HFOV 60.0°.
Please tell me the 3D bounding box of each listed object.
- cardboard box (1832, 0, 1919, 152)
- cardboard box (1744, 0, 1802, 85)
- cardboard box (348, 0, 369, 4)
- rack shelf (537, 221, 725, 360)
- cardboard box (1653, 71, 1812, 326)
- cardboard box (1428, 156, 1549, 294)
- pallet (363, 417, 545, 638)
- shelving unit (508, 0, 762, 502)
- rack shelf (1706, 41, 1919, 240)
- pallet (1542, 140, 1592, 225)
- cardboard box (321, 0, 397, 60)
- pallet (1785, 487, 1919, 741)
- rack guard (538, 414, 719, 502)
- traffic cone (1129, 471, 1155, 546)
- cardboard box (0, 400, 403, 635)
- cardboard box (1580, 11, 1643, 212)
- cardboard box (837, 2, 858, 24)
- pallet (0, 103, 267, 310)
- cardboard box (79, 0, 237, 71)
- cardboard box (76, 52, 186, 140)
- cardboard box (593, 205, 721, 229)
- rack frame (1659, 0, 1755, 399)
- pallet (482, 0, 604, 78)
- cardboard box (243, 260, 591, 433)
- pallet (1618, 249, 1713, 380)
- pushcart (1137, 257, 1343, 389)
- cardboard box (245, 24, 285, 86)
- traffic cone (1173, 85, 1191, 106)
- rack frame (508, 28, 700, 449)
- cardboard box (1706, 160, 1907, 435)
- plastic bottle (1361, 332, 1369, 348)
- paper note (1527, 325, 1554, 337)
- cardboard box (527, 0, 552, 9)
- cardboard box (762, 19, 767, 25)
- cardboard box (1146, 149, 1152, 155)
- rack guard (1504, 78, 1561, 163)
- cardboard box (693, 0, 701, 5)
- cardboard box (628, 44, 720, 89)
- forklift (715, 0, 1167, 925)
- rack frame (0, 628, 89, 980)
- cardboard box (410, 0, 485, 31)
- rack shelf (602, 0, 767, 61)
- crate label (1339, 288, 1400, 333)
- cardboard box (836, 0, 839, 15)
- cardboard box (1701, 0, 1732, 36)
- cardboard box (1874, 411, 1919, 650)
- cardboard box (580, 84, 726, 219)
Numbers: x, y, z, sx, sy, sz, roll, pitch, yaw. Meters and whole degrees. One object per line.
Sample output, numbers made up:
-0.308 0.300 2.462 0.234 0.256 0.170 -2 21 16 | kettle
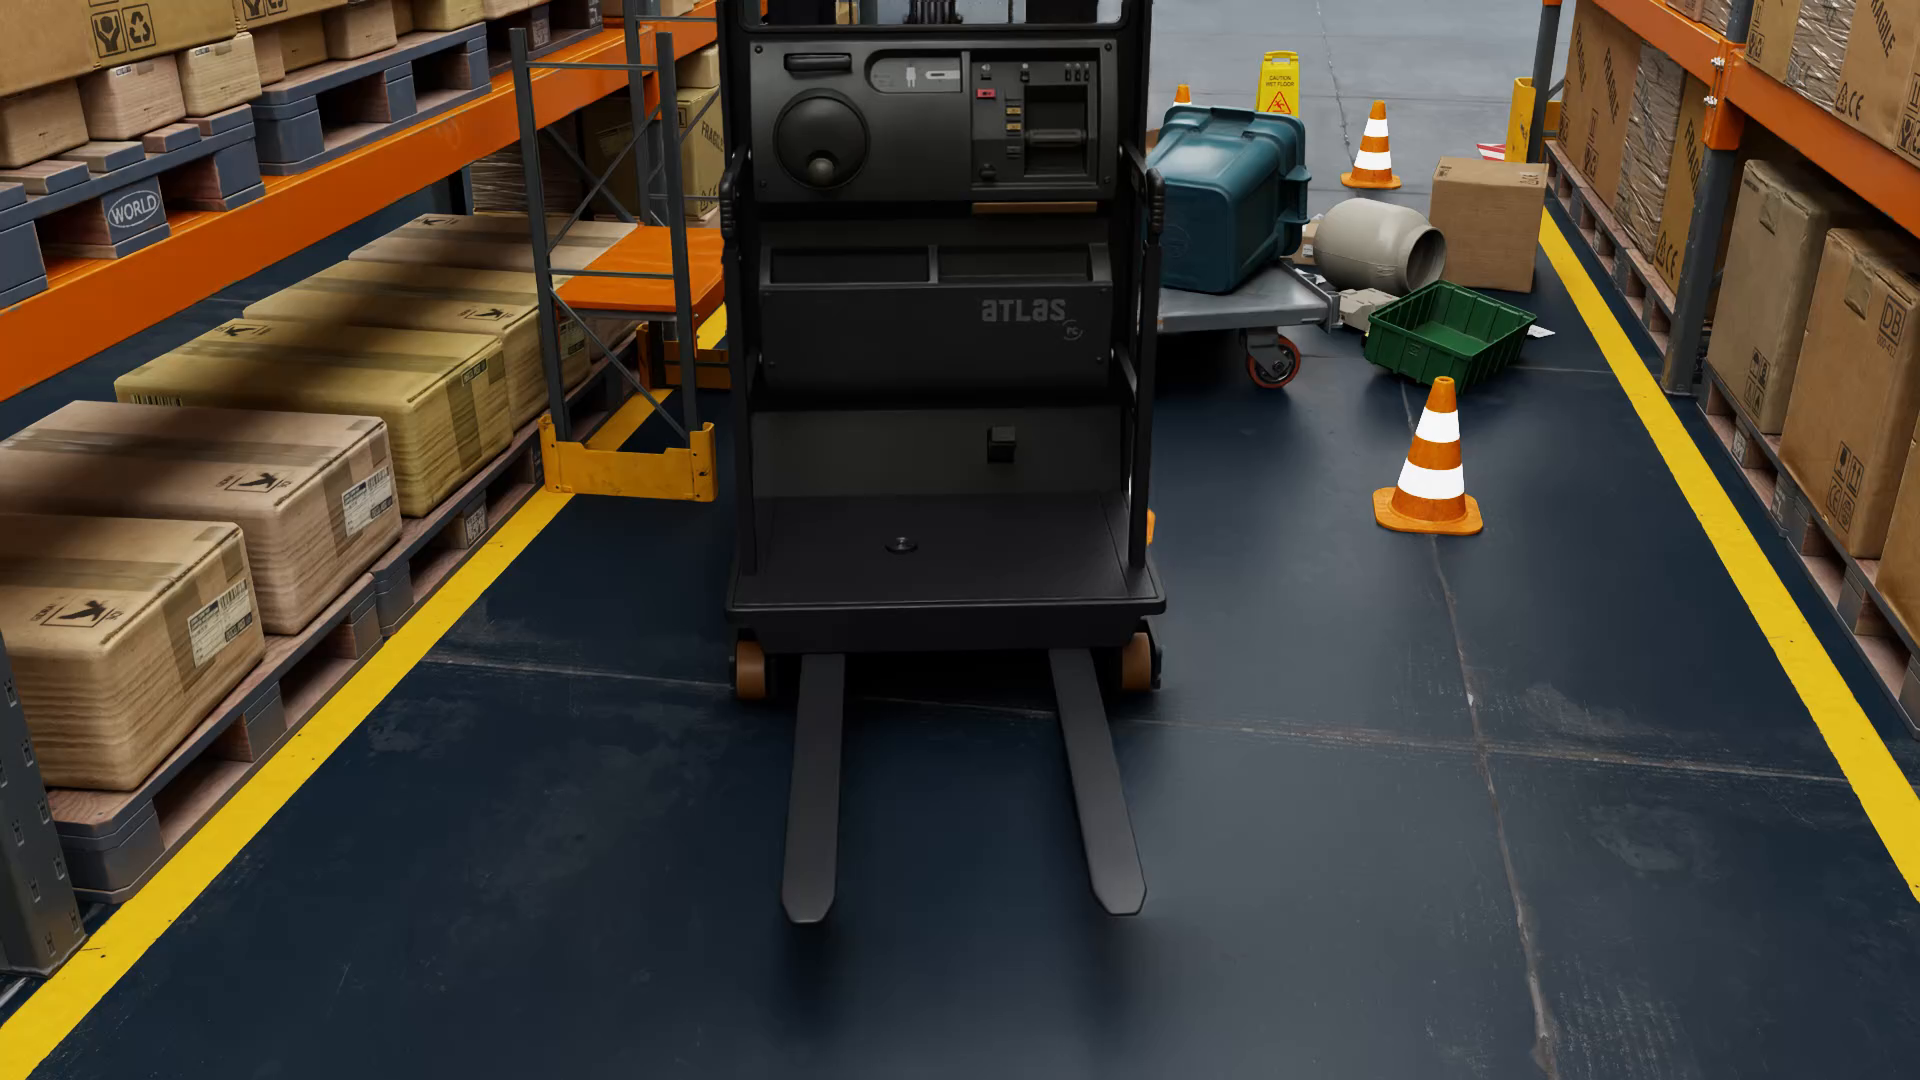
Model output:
2.717 -1.328 4.431 0.500 0.500 0.500 4 25 8 | cardboard box
2.884 -1.748 5.329 0.500 0.500 0.500 4 25 9 | cardboard box
-1.769 -1.724 4.431 0.500 0.500 0.500 3 25 7 | cardboard box
-1.028 -0.890 5.807 0.538 0.185 1.000 4 25 8 | rack shelf
3.407 -1.390 6.693 0.875 0.875 0.875 4 25 9 | cardboard box
2.476 -1.494 7.848 0.500 0.500 0.500 8 26 18 | cardboard box
-1.988 -0.105 5.224 1.003 0.211 1.213 4 25 9 | pallet
-1.029 -1.049 5.722 0.587 1.500 1.083 4 25 8 | shelving unit
2.908 -0.742 4.146 1.077 0.370 4.000 4 25 9 | rack shelf
3.835 -1.974 9.219 1.003 0.211 1.213 4 25 9 | pallet
-1.770 -1.404 4.512 0.380 0.149 0.250 5 26 10 | cardboard box
2.986 0.198 4.577 1.003 0.211 1.213 4 25 9 | pallet
-1.103 -0.274 5.541 0.587 0.250 0.087 4 25 8 | rack guard
0.453 -0.250 5.238 0.336 0.463 0.334 4 25 9 | traffic cone
-2.104 -0.077 4.480 0.950 0.372 0.625 4 25 8 | cardboard box
3.701 -2.149 8.313 0.875 0.875 0.875 4 25 8 | cardboard box
-0.885 -2.809 9.577 0.500 0.500 0.500 4 25 9 | cardboard box
-2.307 -0.751 3.542 1.213 0.211 1.003 4 25 9 | pallet
-1.939 -1.293 3.510 0.500 0.500 0.500 5 26 11 | cardboard box
-1.913 -0.959 3.561 0.380 0.149 0.250 2 25 5 | cardboard box
-1.302 -1.378 7.404 0.500 0.250 0.500 3 25 6 | cardboard box
3.235 -1.904 5.780 1.000 3.000 0.127 4 25 9 | rack frame
-1.933 -1.809 5.802 1.003 0.211 1.213 4 25 9 | pallet
-1.862 -0.685 5.779 0.950 0.372 0.625 6 26 12 | cardboard box
3.436 -0.954 7.039 1.003 0.211 1.213 4 25 9 | pallet
0.592 -0.880 6.686 1.648 0.377 0.936 -5 25 -10 | pushcart
-1.885 -1.178 4.030 0.380 0.149 0.250 6 26 12 | cardboard box
1.342 -2.525 10.099 0.336 0.463 0.334 4 25 9 | traffic cone
-1.104 -0.840 5.275 0.500 1.500 0.032 4 25 8 | rack frame
3.222 -0.810 5.600 1.050 0.750 0.750 4 25 8 | cardboard box
1.791 -0.794 6.873 0.133 0.061 0.283 -9 27 -19 | plastic bottle
2.451 -0.904 7.144 0.147 0.020 0.142 -14 29 -27 | paper note
-1.544 -1.828 5.417 0.380 0.149 0.250 4 25 8 | cardboard box
-1.099 -2.387 7.910 0.380 0.149 0.250 5 26 12 | cardboard box
1.055 -1.507 7.716 0.797 0.637 0.503 4 25 9 | cardboard box
3.893 -2.455 9.905 1.175 0.500 0.348 4 25 9 | rack guard
-1.307 -2.310 6.943 0.380 0.149 0.250 5 26 10 | cardboard box
-1.223 -2.059 7.210 0.380 0.149 0.250 4 25 9 | cardboard box
-0.053 -1.044 4.023 1.130 2.935 3.031 -1 25 -2 | forklift
-2.319 -0.532 2.848 1.000 3.000 0.127 4 25 9 | rack frame
-1.658 -1.621 4.977 0.380 0.149 0.250 4 25 8 | cardboard box
-1.338 -2.716 8.362 1.077 0.370 4.000 4 25 9 | rack shelf
1.764 -0.998 7.222 0.298 0.136 0.250 -14 29 -27 | crate label
-0.879 -2.945 9.102 0.380 0.149 0.250 5 26 10 | cardboard box
3.283 -2.127 6.080 0.875 0.550 0.550 4 25 9 | cardboard box
2.909 -0.017 3.906 1.050 0.750 0.750 4 25 9 | cardboard box
-1.302 -1.718 7.245 0.500 0.500 0.500 5 26 11 | cardboard box
